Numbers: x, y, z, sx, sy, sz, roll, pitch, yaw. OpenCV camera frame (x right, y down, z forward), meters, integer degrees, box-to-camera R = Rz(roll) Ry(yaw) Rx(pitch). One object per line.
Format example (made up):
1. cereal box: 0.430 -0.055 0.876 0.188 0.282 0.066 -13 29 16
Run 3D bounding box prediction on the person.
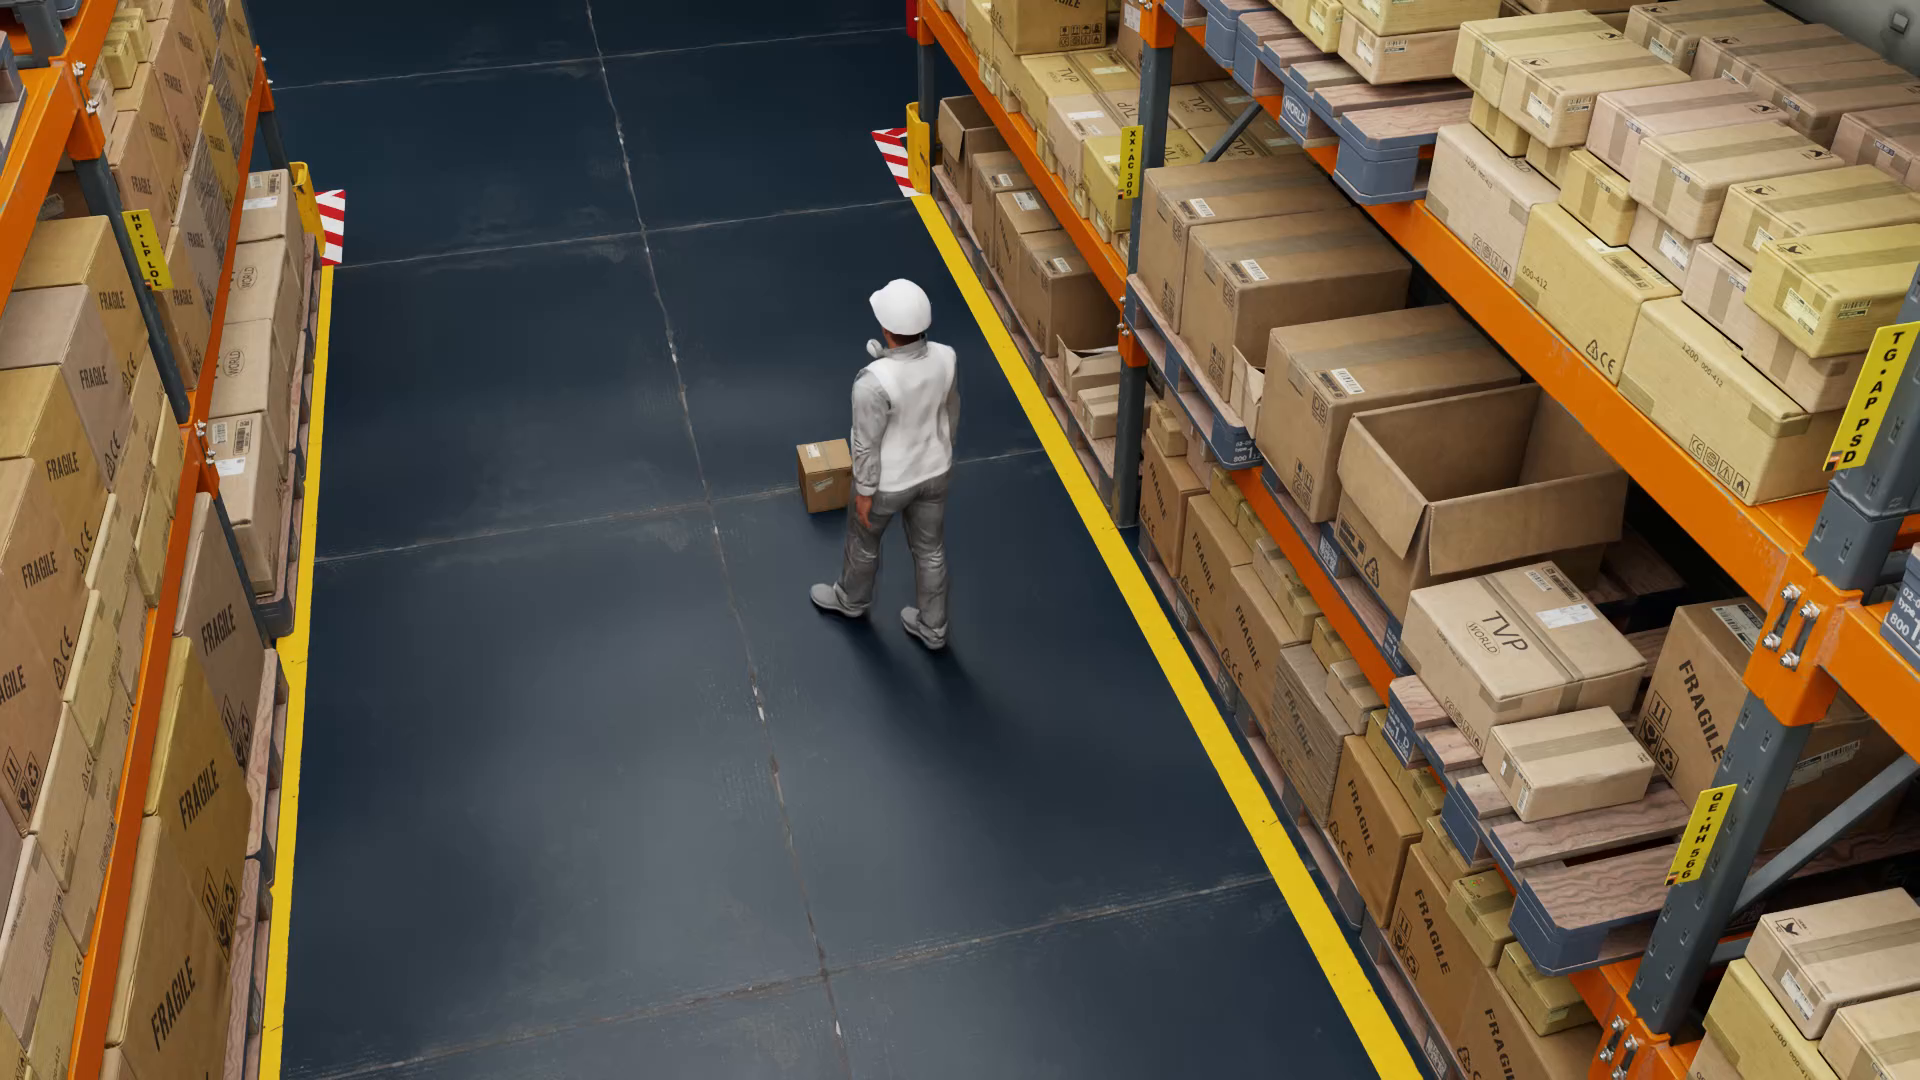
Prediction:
1. person: -0.284 -0.358 7.130 0.571 1.759 0.708 -23 44 -27
